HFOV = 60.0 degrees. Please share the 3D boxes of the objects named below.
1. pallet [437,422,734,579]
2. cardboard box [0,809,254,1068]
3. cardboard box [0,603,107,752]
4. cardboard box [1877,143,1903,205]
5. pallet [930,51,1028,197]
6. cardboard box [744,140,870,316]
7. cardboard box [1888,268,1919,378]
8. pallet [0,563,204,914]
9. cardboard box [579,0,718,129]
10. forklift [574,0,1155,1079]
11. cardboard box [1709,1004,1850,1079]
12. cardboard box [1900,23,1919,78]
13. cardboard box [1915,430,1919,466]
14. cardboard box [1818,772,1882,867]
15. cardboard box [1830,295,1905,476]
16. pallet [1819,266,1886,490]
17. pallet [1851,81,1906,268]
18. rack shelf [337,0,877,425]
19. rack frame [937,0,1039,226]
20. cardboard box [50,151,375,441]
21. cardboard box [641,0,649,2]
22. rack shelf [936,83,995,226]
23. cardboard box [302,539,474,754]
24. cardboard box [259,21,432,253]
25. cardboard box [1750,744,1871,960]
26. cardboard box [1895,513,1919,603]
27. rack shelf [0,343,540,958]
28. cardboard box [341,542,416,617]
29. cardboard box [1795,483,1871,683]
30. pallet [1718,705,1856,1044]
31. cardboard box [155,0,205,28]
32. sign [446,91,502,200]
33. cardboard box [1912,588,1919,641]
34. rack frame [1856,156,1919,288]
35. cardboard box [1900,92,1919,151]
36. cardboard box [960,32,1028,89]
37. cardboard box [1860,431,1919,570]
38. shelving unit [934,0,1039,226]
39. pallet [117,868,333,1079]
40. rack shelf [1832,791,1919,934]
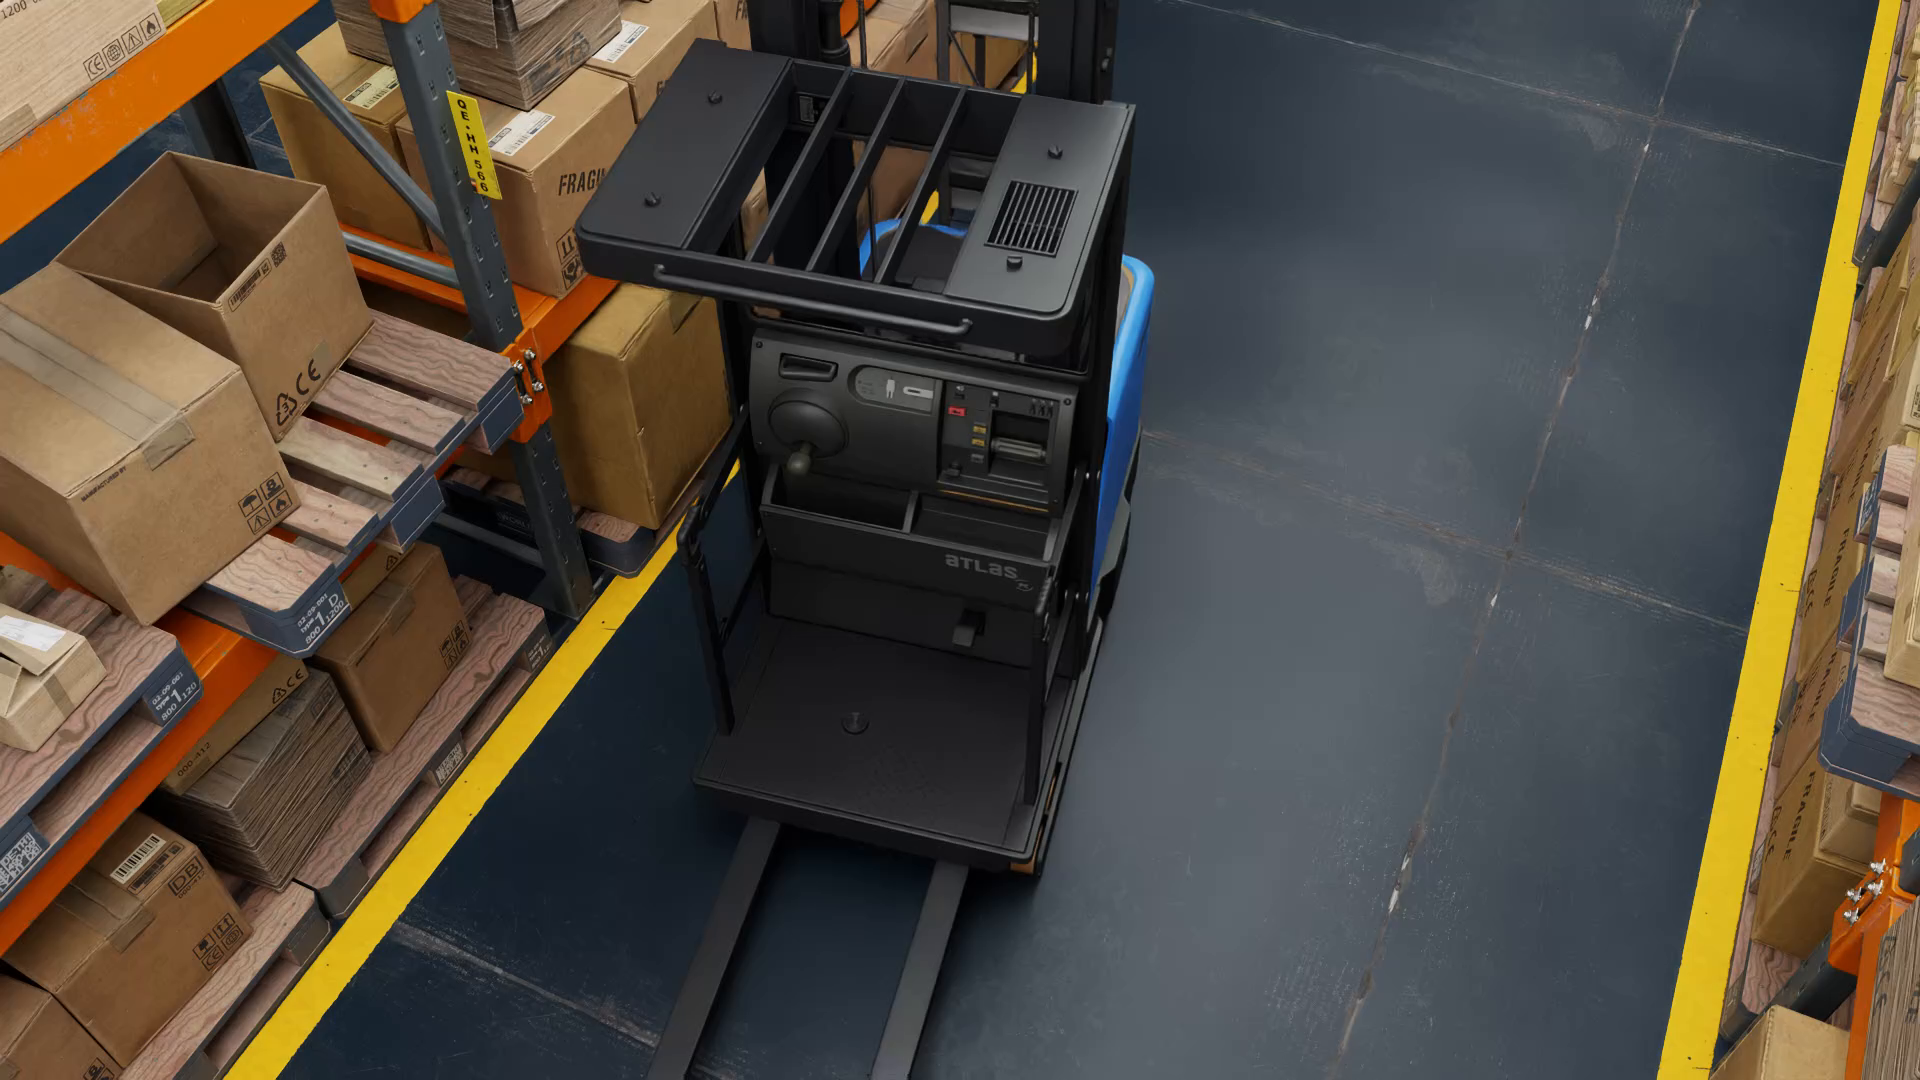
[{"bbox_3d":[-1.397,-0.493,6.531,1.003,0.211,1.213,20,52,16],"label":"pallet"},{"bbox_3d":[-2.531,1.035,4.752,0.700,0.500,0.500,24,54,19],"label":"cardboard box"},{"bbox_3d":[-2.270,0.265,3.868,0.396,0.266,0.258,18,52,15],"label":"cardboard box"},{"bbox_3d":[4.208,-1.543,7.189,0.380,0.149,0.250,20,53,17],"label":"cardboard box"},{"bbox_3d":[-0.355,-2.174,7.961,1.003,0.211,1.213,20,52,16],"label":"pallet"},{"bbox_3d":[-1.100,-1.406,6.596,1.225,0.875,0.875,20,52,16],"label":"cardboard box"},{"bbox_3d":[3.569,-0.728,5.773,0.500,0.250,0.500,21,53,17],"label":"cardboard box"},{"bbox_3d":[-2.611,0.560,3.930,1.003,0.211,1.213,20,52,16],"label":"pallet"},{"bbox_3d":[-1.130,-1.513,5.502,0.500,0.500,0.500,19,52,15],"label":"cardboard box"},{"bbox_3d":[-0.193,-0.218,4.511,1.130,2.935,3.031,11,51,10],"label":"forklift"},{"bbox_3d":[2.298,1.788,3.961,1.050,0.750,0.750,19,52,16],"label":"cardboard box"},{"bbox_3d":[4.650,-2.256,7.796,0.380,0.149,0.250,20,52,16],"label":"cardboard box"},{"bbox_3d":[2.762,-0.257,4.389,0.380,0.149,0.250,19,52,16],"label":"cardboard box"},{"bbox_3d":[2.695,0.679,4.576,0.500,0.250,0.500,19,52,15],"label":"cardboard box"},{"bbox_3d":[3.568,-0.488,6.062,0.500,0.500,0.500,22,53,18],"label":"cardboard box"},{"bbox_3d":[4.017,-0.509,6.545,1.003,0.211,1.213,20,52,16],"label":"pallet"},{"bbox_3d":[4.603,-1.520,7.405,1.003,0.211,1.213,20,52,16],"label":"pallet"},{"bbox_3d":[-0.947,-2.023,6.474,1.077,0.370,4.000,20,52,16],"label":"rack shelf"},{"bbox_3d":[0.124,-1.090,5.799,0.400,2.100,0.015,11,51,10],"label":"rack frame"},{"bbox_3d":[-1.996,-0.662,4.503,0.500,0.500,0.500,14,51,12],"label":"cardboard box"},{"bbox_3d":[-1.194,-2.182,5.413,0.797,0.503,0.637,21,53,17],"label":"cardboard box"},{"bbox_3d":[0.186,-1.261,5.962,0.431,0.518,0.480,11,51,10],"label":"rack shelf"},{"bbox_3d":[-2.070,0.257,5.414,0.700,0.500,0.500,17,52,14],"label":"cardboard box"},{"bbox_3d":[-1.815,-1.332,5.348,0.500,0.500,0.500,21,53,17],"label":"cardboard box"},{"bbox_3d":[2.684,0.940,4.846,0.500,0.500,0.500,20,52,16],"label":"cardboard box"},{"bbox_3d":[2.542,0.090,4.093,0.380,0.149,0.250,20,52,16],"label":"cardboard box"},{"bbox_3d":[-2.656,0.732,4.130,1.077,0.370,4.000,20,52,16],"label":"rack shelf"},{"bbox_3d":[-2.061,0.017,5.126,0.500,0.250,0.500,22,53,18],"label":"cardboard box"},{"bbox_3d":[3.121,0.215,5.463,0.500,0.500,0.500,18,52,14],"label":"cardboard box"},{"bbox_3d":[2.975,1.171,5.115,1.003,0.211,1.213,20,52,16],"label":"pallet"},{"bbox_3d":[-1.783,-1.395,3.596,0.500,0.250,0.500,20,52,16],"label":"cardboard box"},{"bbox_3d":[-1.307,-1.058,4.473,0.100,0.325,0.005,20,52,16],"label":"sign"},{"bbox_3d":[2.439,0.165,3.834,0.380,0.149,0.250,21,53,17],"label":"cardboard box"},{"bbox_3d":[4.348,-1.950,5.939,1.000,3.000,0.127,20,52,16],"label":"rack frame"},{"bbox_3d":[4.300,-1.769,7.187,0.380,0.149,0.250,18,52,14],"label":"cardboard box"},{"bbox_3d":[-0.348,-2.633,7.641,1.225,0.875,0.875,20,52,16],"label":"cardboard box"},{"bbox_3d":[3.132,-0.017,5.168,0.500,0.250,0.500,21,53,17],"label":"cardboard box"},{"bbox_3d":[0.186,-1.269,5.951,0.431,2.100,0.503,11,51,10],"label":"shelving unit"},{"bbox_3d":[-2.660,1.400,4.920,1.003,0.211,1.213,20,52,16],"label":"pallet"},{"bbox_3d":[3.494,-0.339,5.042,1.077,0.370,4.000,20,52,16],"label":"rack shelf"}]
